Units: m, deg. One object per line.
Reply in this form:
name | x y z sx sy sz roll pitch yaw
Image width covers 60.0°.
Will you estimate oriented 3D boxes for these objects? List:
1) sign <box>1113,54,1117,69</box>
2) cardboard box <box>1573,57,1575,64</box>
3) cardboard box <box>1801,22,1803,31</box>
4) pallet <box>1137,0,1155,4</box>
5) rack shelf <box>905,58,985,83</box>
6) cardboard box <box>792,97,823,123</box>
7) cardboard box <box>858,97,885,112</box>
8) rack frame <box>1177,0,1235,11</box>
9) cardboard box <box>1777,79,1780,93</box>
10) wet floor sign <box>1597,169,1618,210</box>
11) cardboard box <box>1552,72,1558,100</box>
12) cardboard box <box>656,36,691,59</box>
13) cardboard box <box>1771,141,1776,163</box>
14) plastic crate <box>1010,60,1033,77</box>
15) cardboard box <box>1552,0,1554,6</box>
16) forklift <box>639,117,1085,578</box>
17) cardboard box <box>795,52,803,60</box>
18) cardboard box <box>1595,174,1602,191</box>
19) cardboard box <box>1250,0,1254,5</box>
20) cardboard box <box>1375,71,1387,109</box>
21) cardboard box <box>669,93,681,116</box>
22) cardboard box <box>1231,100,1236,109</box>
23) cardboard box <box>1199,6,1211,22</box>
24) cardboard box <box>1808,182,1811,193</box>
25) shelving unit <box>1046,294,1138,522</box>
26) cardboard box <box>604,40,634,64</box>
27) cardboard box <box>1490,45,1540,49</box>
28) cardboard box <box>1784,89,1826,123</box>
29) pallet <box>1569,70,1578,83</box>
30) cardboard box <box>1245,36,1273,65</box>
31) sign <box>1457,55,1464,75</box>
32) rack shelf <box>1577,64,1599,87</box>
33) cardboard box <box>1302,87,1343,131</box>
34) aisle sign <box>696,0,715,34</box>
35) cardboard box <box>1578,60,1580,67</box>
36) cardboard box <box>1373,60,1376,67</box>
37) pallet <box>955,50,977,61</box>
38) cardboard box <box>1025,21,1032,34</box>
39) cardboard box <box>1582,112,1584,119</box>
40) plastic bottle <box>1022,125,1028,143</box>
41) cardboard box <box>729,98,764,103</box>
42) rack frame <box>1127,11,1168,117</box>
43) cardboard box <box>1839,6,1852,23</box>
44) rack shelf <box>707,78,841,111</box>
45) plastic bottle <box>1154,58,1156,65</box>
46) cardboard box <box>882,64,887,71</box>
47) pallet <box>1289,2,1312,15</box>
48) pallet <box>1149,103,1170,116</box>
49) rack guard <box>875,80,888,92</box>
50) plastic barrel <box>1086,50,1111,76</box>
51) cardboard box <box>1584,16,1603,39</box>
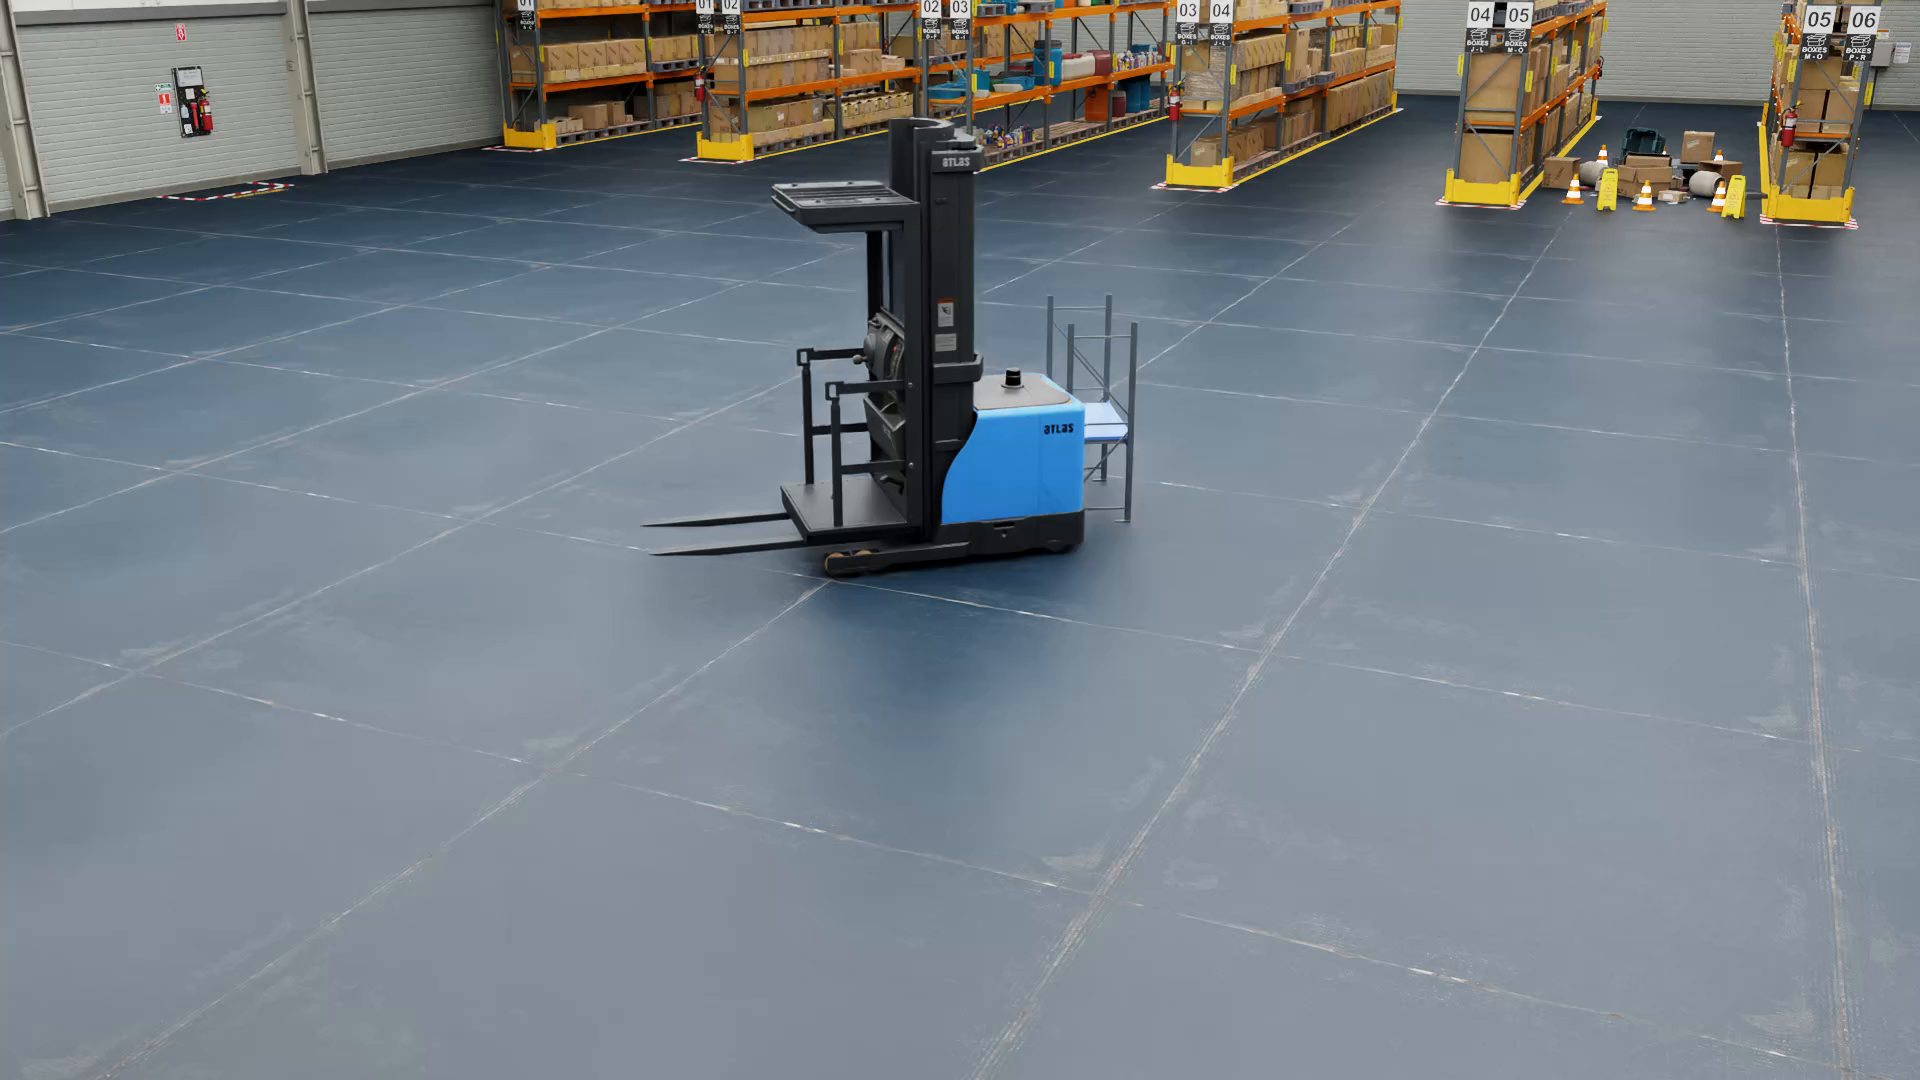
sign | 3.547 -10.950 38.039 0.100 0.325 0.005 9 21 23
cardboard box | 13.164 -10.446 36.168 0.380 0.149 0.250 9 21 23
cardboard box | 13.289 -7.984 25.842 0.380 0.149 0.250 9 21 23
pallet | 3.987 -12.893 39.552 1.003 0.211 1.213 9 21 23
rack shelf | -0.656 -11.900 42.026 1.077 0.370 4.000 9 21 23
cardboard box | -3.319 -9.337 36.105 0.500 0.500 0.500 9 21 23
cardboard box | -2.088 -10.133 38.626 0.500 0.311 0.500 9 22 24
rack frame | 4.285 -10.648 28.479 1.000 3.000 0.127 9 21 23
cardboard box | 16.573 -9.027 33.098 0.500 0.250 0.500 8 21 21
wet floor sign | 10.564 -5.720 27.090 0.267 0.644 0.232 5 20 13
cardboard box | 11.074 -8.658 31.688 0.500 0.500 0.500 9 21 23
cardboard box | -6.918 -11.864 40.046 0.700 0.500 0.500 12 23 30
cardboard box | 15.751 -7.238 31.139 0.950 0.372 0.625 9 22 24
plastic crate | 1.324 -9.944 35.358 0.402 0.464 0.583 9 21 23
cardboard box | 10.237 -9.483 29.279 0.380 0.149 0.250 9 21 23
forklift | -0.698 -1.321 11.309 3.031 2.935 1.130 -5 20 -15
cardboard box | -3.550 -10.257 35.216 0.380 0.149 0.250 9 22 24
cardboard box | 11.383 -6.266 29.192 0.396 0.266 0.258 13 23 32
cardboard box | 5.074 -9.711 29.952 0.380 0.149 0.250 8 21 23
cardboard box | 10.276 -11.424 42.160 0.875 0.875 0.875 9 21 23
cardboard box | -7.182 -10.505 40.104 0.700 0.500 0.500 8 21 22
cardboard box | 4.739 -7.831 29.887 0.380 0.149 0.250 9 21 23
cardboard box | 4.251 -9.346 29.520 0.500 0.250 0.500 9 22 24
cardboard box | 14.337 -5.896 27.548 0.500 0.250 0.500 10 22 26
shelving unit | 0.970 -1.009 12.567 0.538 1.500 1.048 -2 20 -5
cardboard box | -7.744 -11.035 37.596 0.500 0.500 0.500 8 21 22
cardboard box | 9.759 -8.474 29.484 0.875 0.550 0.550 9 21 23
cardboard box | 13.297 -6.853 26.167 0.500 0.500 0.500 8 21 22
pallet | 12.818 -10.076 36.110 1.003 0.211 1.213 9 21 23
cardboard box | 5.581 -9.221 31.336 0.500 0.500 0.500 9 21 23
sign | 8.280 -7.846 27.472 0.100 0.325 0.005 9 21 23
rack shelf | 14.502 -11.051 39.639 1.077 0.370 4.000 9 21 23
cardboard box | 7.863 -9.672 37.232 1.225 0.875 0.875 8 21 20
aisle sign | -5.046 -10.427 32.931 0.394 0.787 0.004 9 21 23
cardboard box | 13.701 -10.709 37.353 0.380 0.149 0.250 8 21 21
cardboard box | 9.945 -11.658 40.647 0.380 0.149 0.250 8 21 21
pallet | -0.264 -12.530 43.012 1.003 0.211 1.213 9 21 23
cardboard box | 1.664 -14.263 45.956 0.500 0.500 0.500 9 22 24
cardboard box | 14.619 -10.102 39.526 0.380 0.149 0.250 8 21 21
plastic bottle | 1.325 -8.388 34.374 0.144 0.351 0.185 7 21 20
cardboard box | -5.575 -11.698 42.966 0.750 0.750 0.750 8 21 22
rack frame | 4.681 -12.169 41.711 1.000 3.000 0.127 9 21 23
cardboard box | 13.775 -8.061 25.463 0.500 0.250 0.500 8 21 22
rack shelf | -3.932 -9.454 35.150 1.077 0.370 4.000 9 21 23
plastic bottle | 4.792 -11.872 41.170 0.097 0.201 0.097 0 20 0
cardboard box | -1.946 -11.111 39.111 0.380 0.149 0.250 10 22 27
pallet | 6.273 -10.543 32.941 1.213 0.211 1.003 9 21 23
pallet | 4.946 -11.086 42.825 1.003 0.211 1.213 9 21 23
rack guard | -2.710 -13.581 49.411 1.175 0.500 0.348 9 21 23
plastic barrel | 3.129 -10.827 37.734 0.600 0.536 0.708 9 21 23
cardboard box | 15.360 -12.485 40.514 0.500 0.500 0.500 8 21 22
